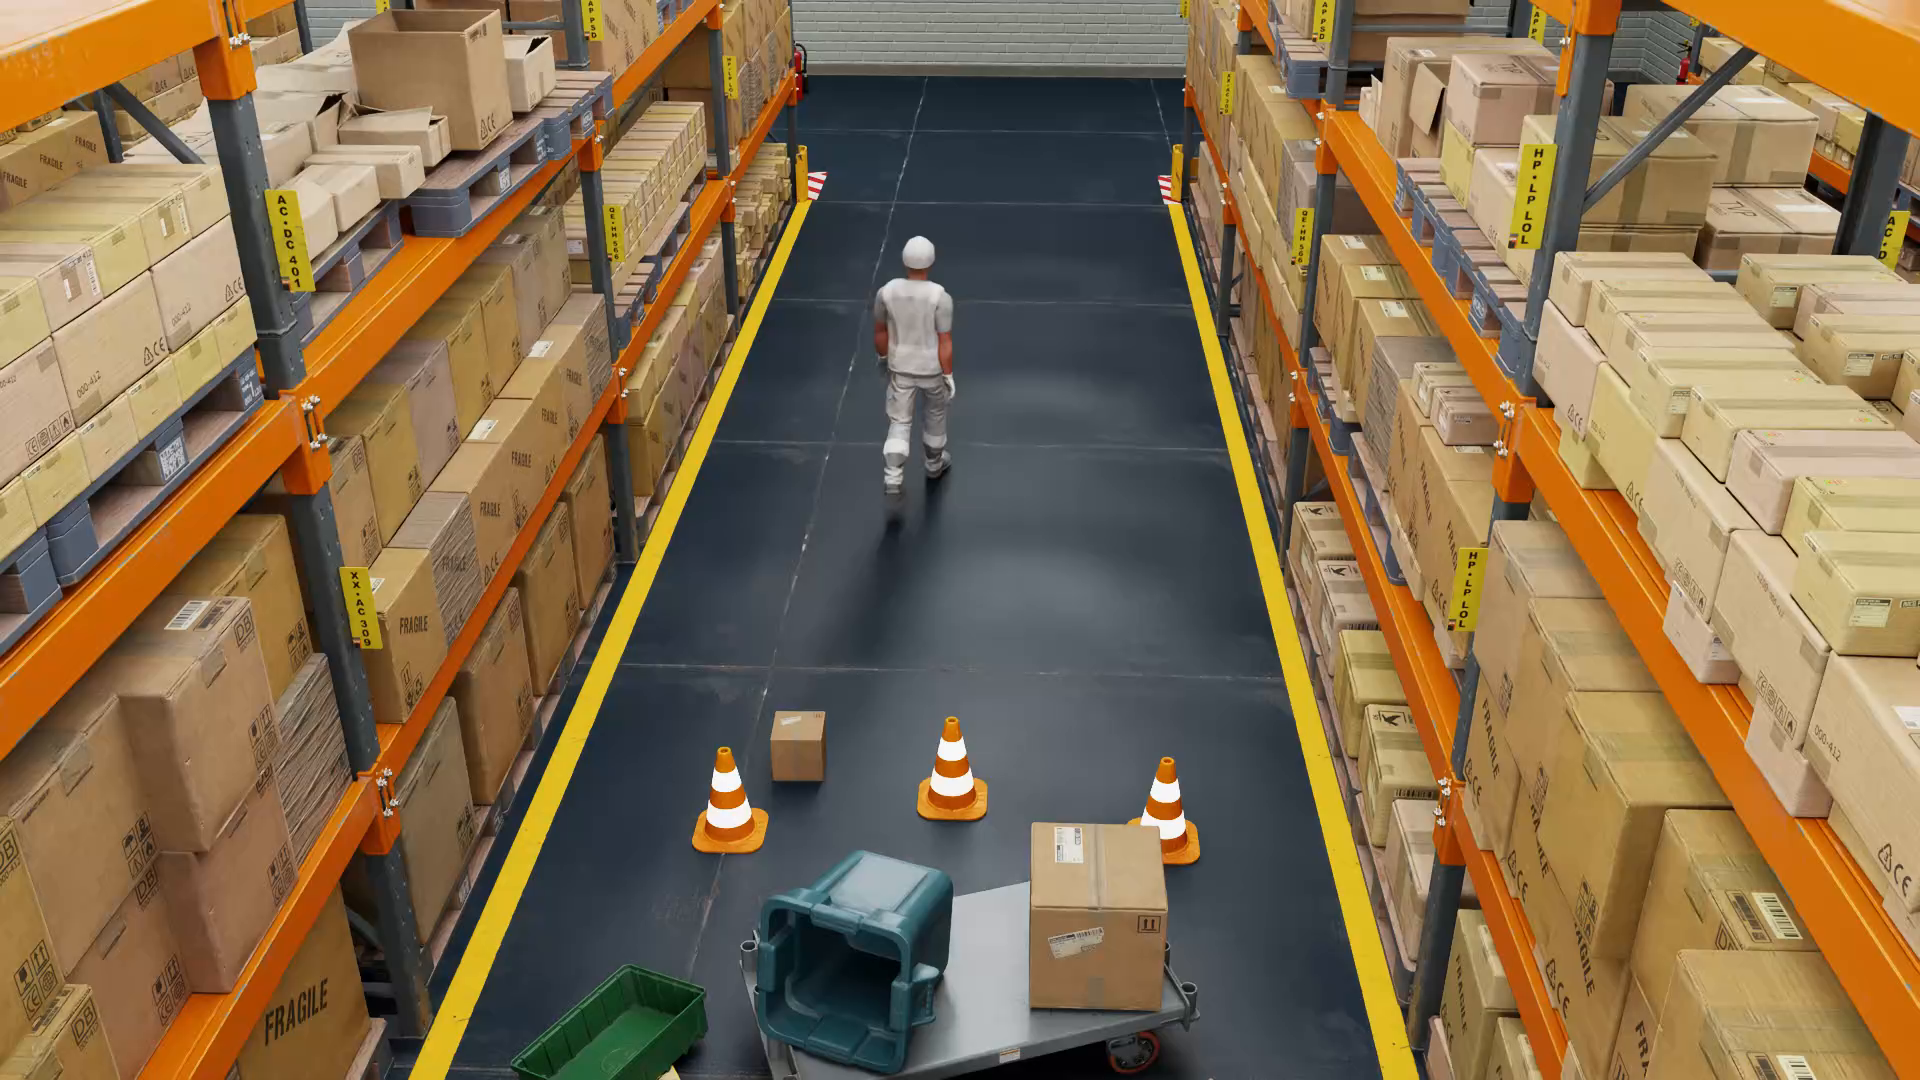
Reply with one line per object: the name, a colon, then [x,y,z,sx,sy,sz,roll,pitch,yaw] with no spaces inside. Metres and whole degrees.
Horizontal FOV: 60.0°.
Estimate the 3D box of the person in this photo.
person: [-0.287,-1.113,10.706,0.572,1.756,0.951,6,28,11]
